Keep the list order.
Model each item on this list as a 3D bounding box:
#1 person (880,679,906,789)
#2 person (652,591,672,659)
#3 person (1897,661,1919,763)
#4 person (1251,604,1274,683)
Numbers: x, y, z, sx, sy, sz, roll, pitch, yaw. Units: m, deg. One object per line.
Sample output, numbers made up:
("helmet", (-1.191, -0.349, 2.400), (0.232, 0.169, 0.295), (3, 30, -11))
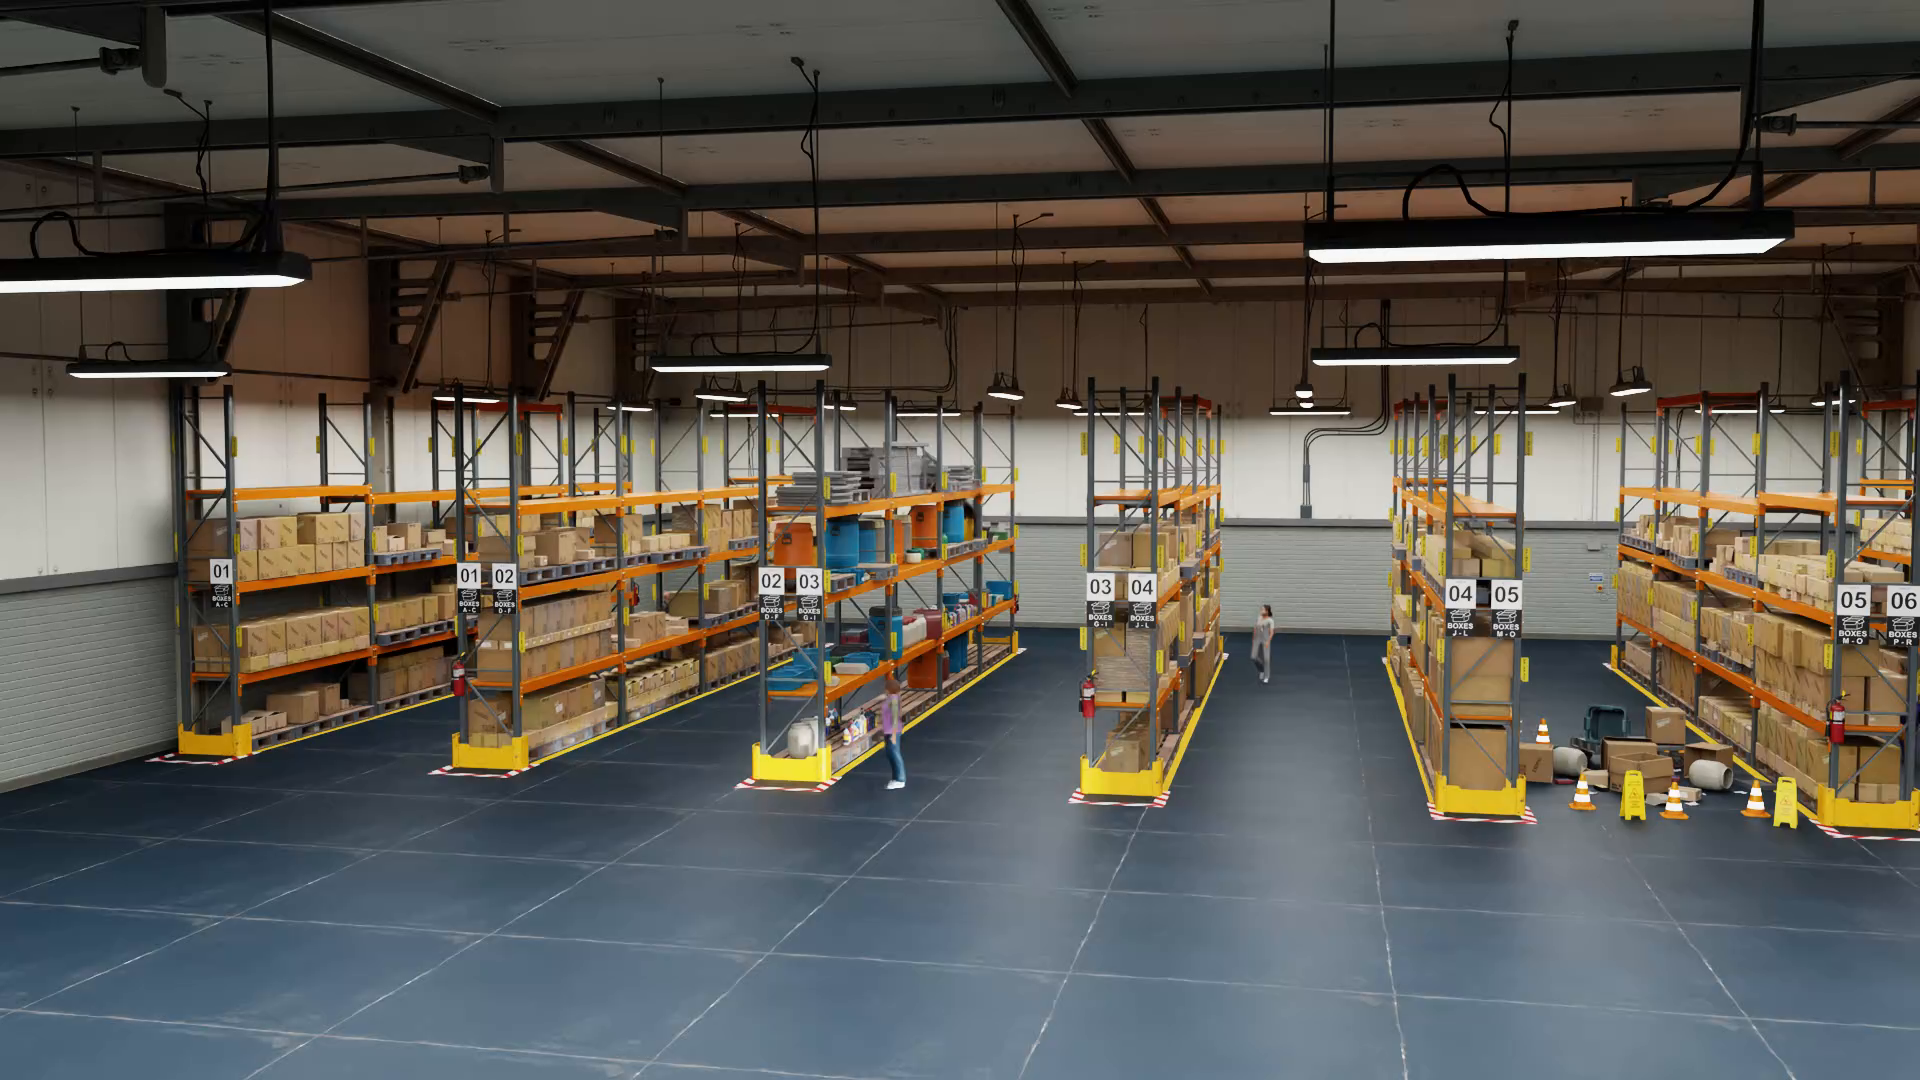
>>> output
("person", (-0.988, 2.843, 24.374), (0.355, 1.628, 0.533), (-1, 3, -16))
("person", (-6.693, 2.043, 37.750), (0.700, 1.729, 0.483), (-3, 4, -40))
("person", (14.986, 2.754, 26.320), (0.645, 1.681, 0.757), (1, 3, 16))
("person", (6.436, 2.197, 35.391), (0.520, 1.661, 0.614), (1, 3, 20))
